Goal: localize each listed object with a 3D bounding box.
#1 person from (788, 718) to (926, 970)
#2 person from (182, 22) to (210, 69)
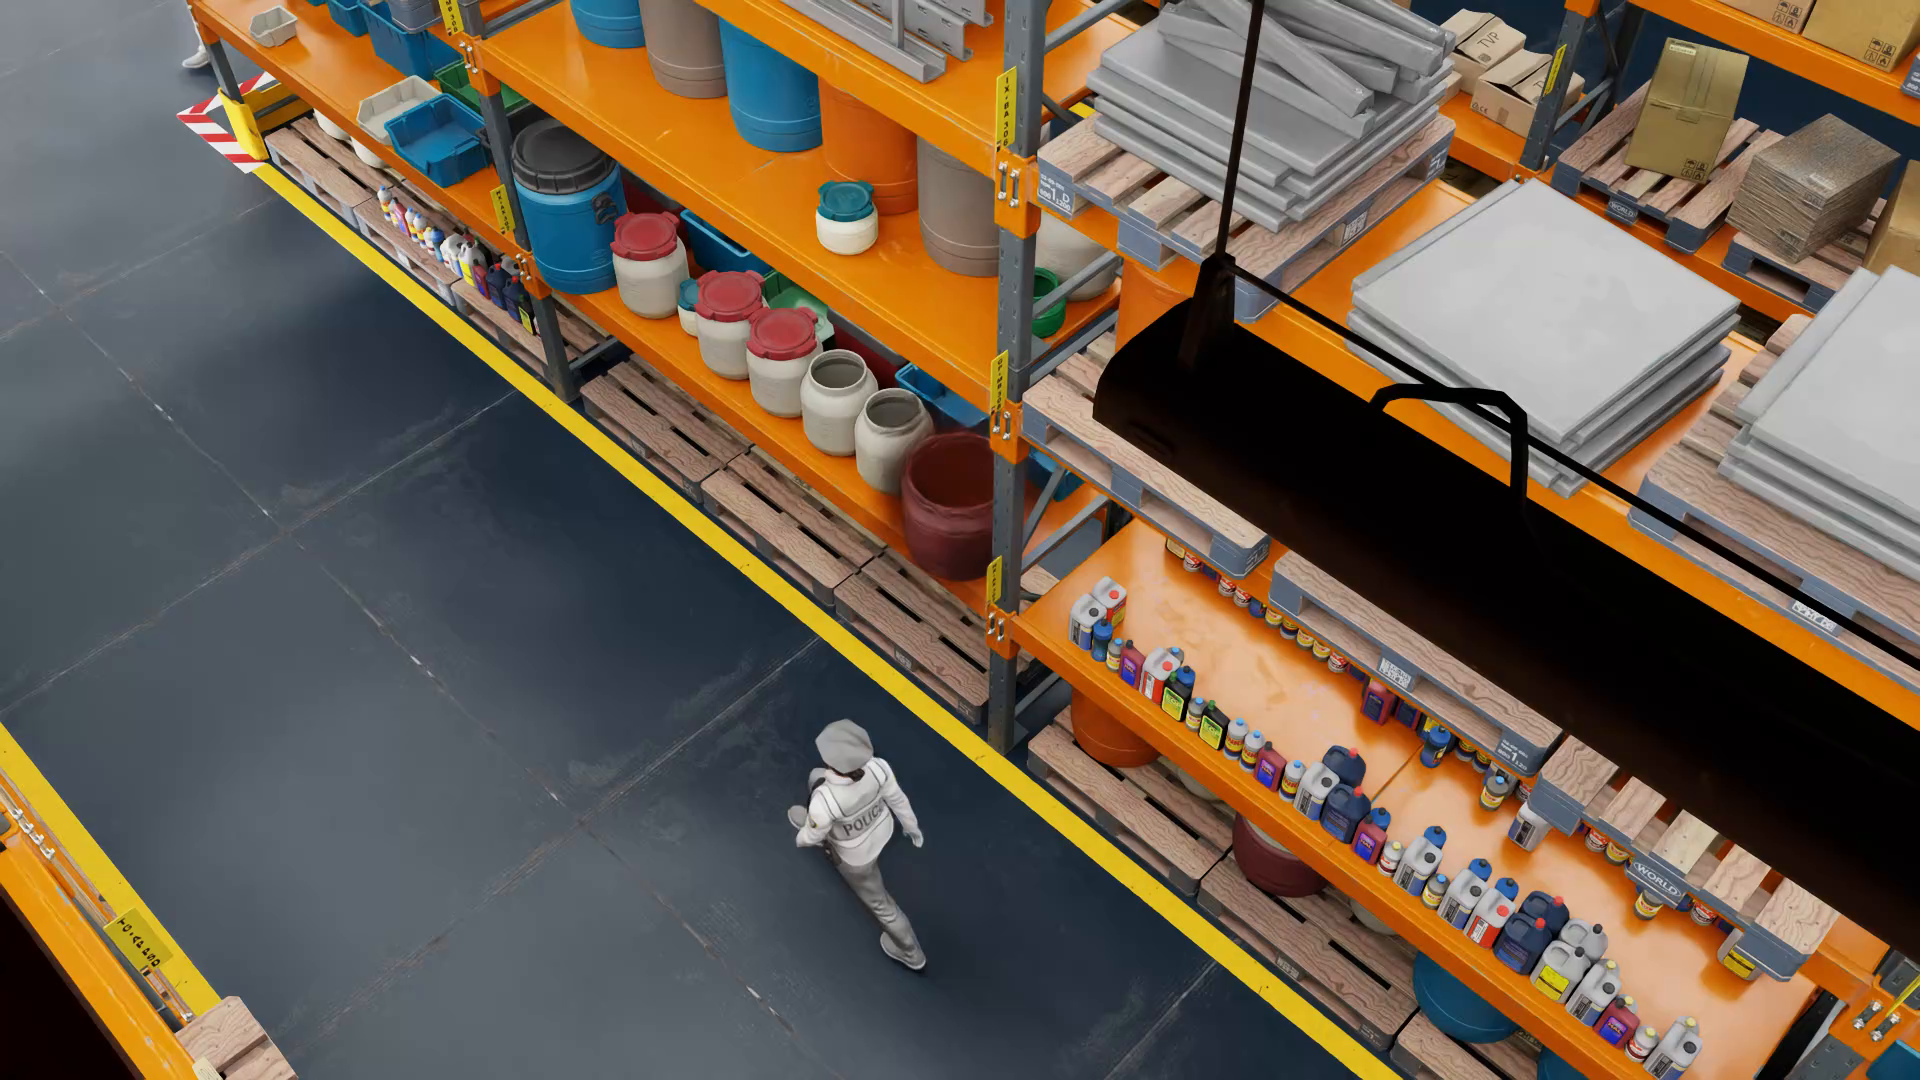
[{"bbox_3d":[-0.564,1.406,8.121,1.031,1.610,0.508,28,55,21],"label":"person"},{"bbox_3d":[-5.929,-4.572,13.081,0.595,1.745,0.887,32,57,24],"label":"person"}]
